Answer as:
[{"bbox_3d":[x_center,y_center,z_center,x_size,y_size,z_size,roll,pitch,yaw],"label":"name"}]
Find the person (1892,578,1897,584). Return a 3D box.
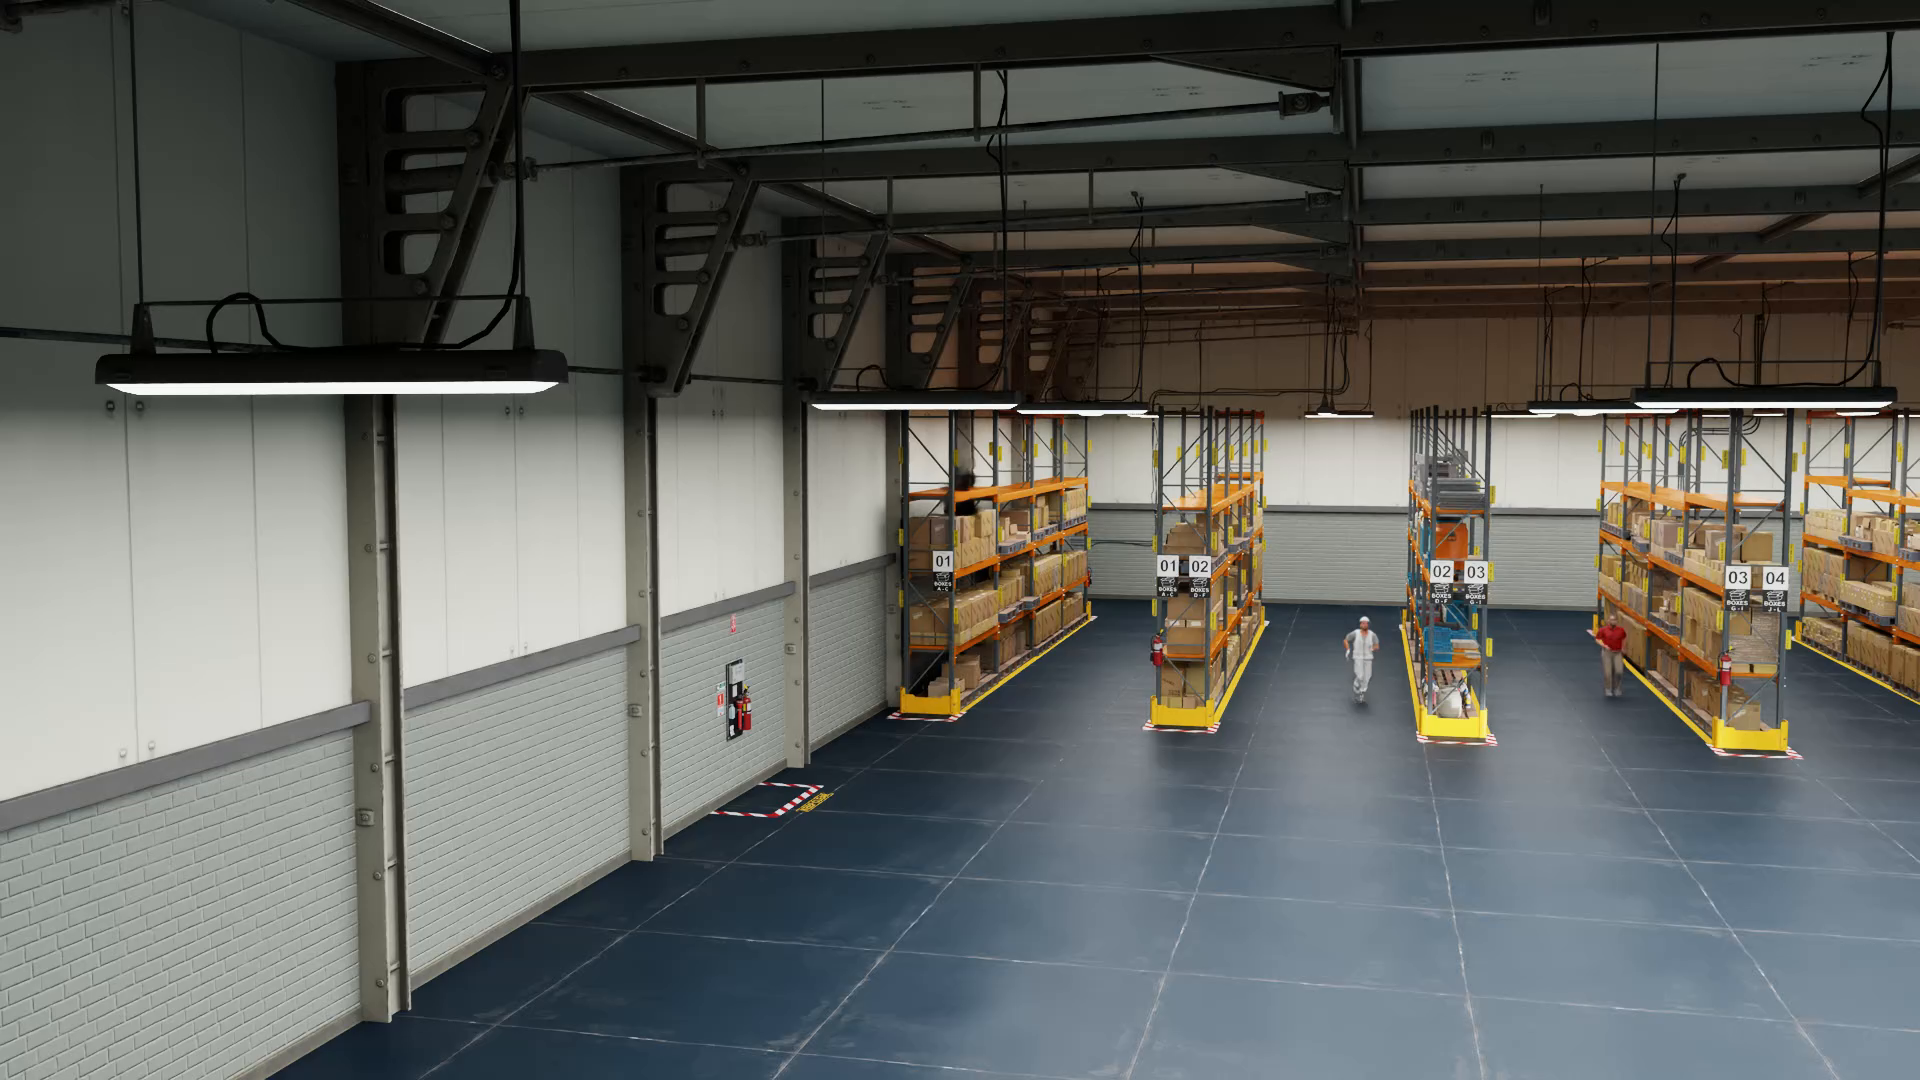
[{"bbox_3d":[23.700,1.811,42.314,0.650,1.755,0.818,0,4,3],"label":"person"}]

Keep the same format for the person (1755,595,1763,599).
[{"bbox_3d":[21.054,1.737,43.952,0.944,1.629,0.632,-2,5,-28],"label":"person"}]

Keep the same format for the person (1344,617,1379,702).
[{"bbox_3d":[8.133,2.424,33.545,0.652,1.752,0.641,0,4,0],"label":"person"}]

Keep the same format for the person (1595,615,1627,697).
[{"bbox_3d":[13.509,2.406,34.453,0.659,1.715,0.645,1,4,12],"label":"person"}]
